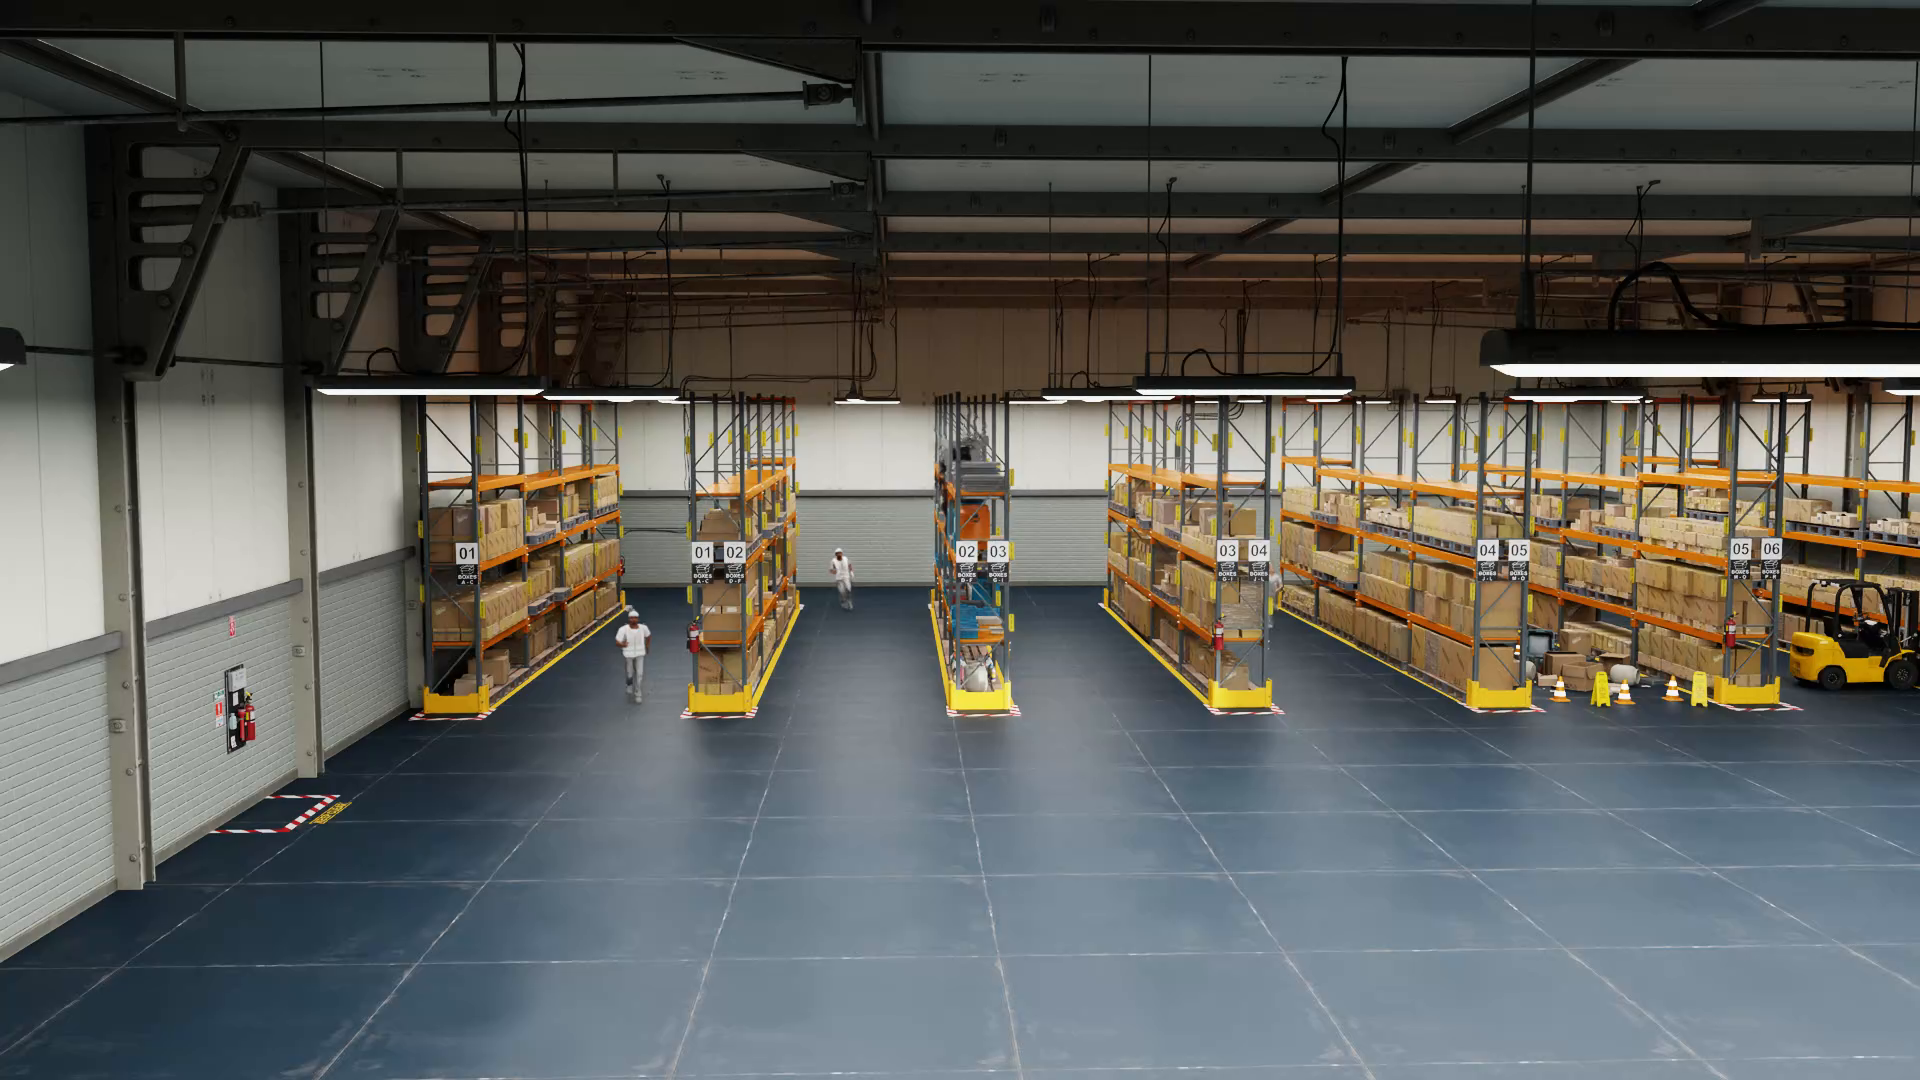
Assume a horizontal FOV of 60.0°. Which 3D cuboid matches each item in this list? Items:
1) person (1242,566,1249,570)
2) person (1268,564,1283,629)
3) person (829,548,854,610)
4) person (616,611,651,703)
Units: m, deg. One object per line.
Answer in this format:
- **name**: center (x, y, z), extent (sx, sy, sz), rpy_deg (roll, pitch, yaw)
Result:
- **person**: center (7.898, 1.173, 46.437), extent (0.692, 1.665, 0.512), rpy_deg (0, 5, -2)
- **person**: center (8.054, 1.433, 43.110), extent (0.593, 1.646, 0.906), rpy_deg (0, 5, 4)
- **person**: center (-3.329, 1.090, 46.806), extent (0.707, 1.729, 0.627), rpy_deg (-1, 5, -14)
- **person**: center (-6.316, 2.237, 32.239), extent (0.703, 1.740, 0.955), rpy_deg (-1, 5, -17)
